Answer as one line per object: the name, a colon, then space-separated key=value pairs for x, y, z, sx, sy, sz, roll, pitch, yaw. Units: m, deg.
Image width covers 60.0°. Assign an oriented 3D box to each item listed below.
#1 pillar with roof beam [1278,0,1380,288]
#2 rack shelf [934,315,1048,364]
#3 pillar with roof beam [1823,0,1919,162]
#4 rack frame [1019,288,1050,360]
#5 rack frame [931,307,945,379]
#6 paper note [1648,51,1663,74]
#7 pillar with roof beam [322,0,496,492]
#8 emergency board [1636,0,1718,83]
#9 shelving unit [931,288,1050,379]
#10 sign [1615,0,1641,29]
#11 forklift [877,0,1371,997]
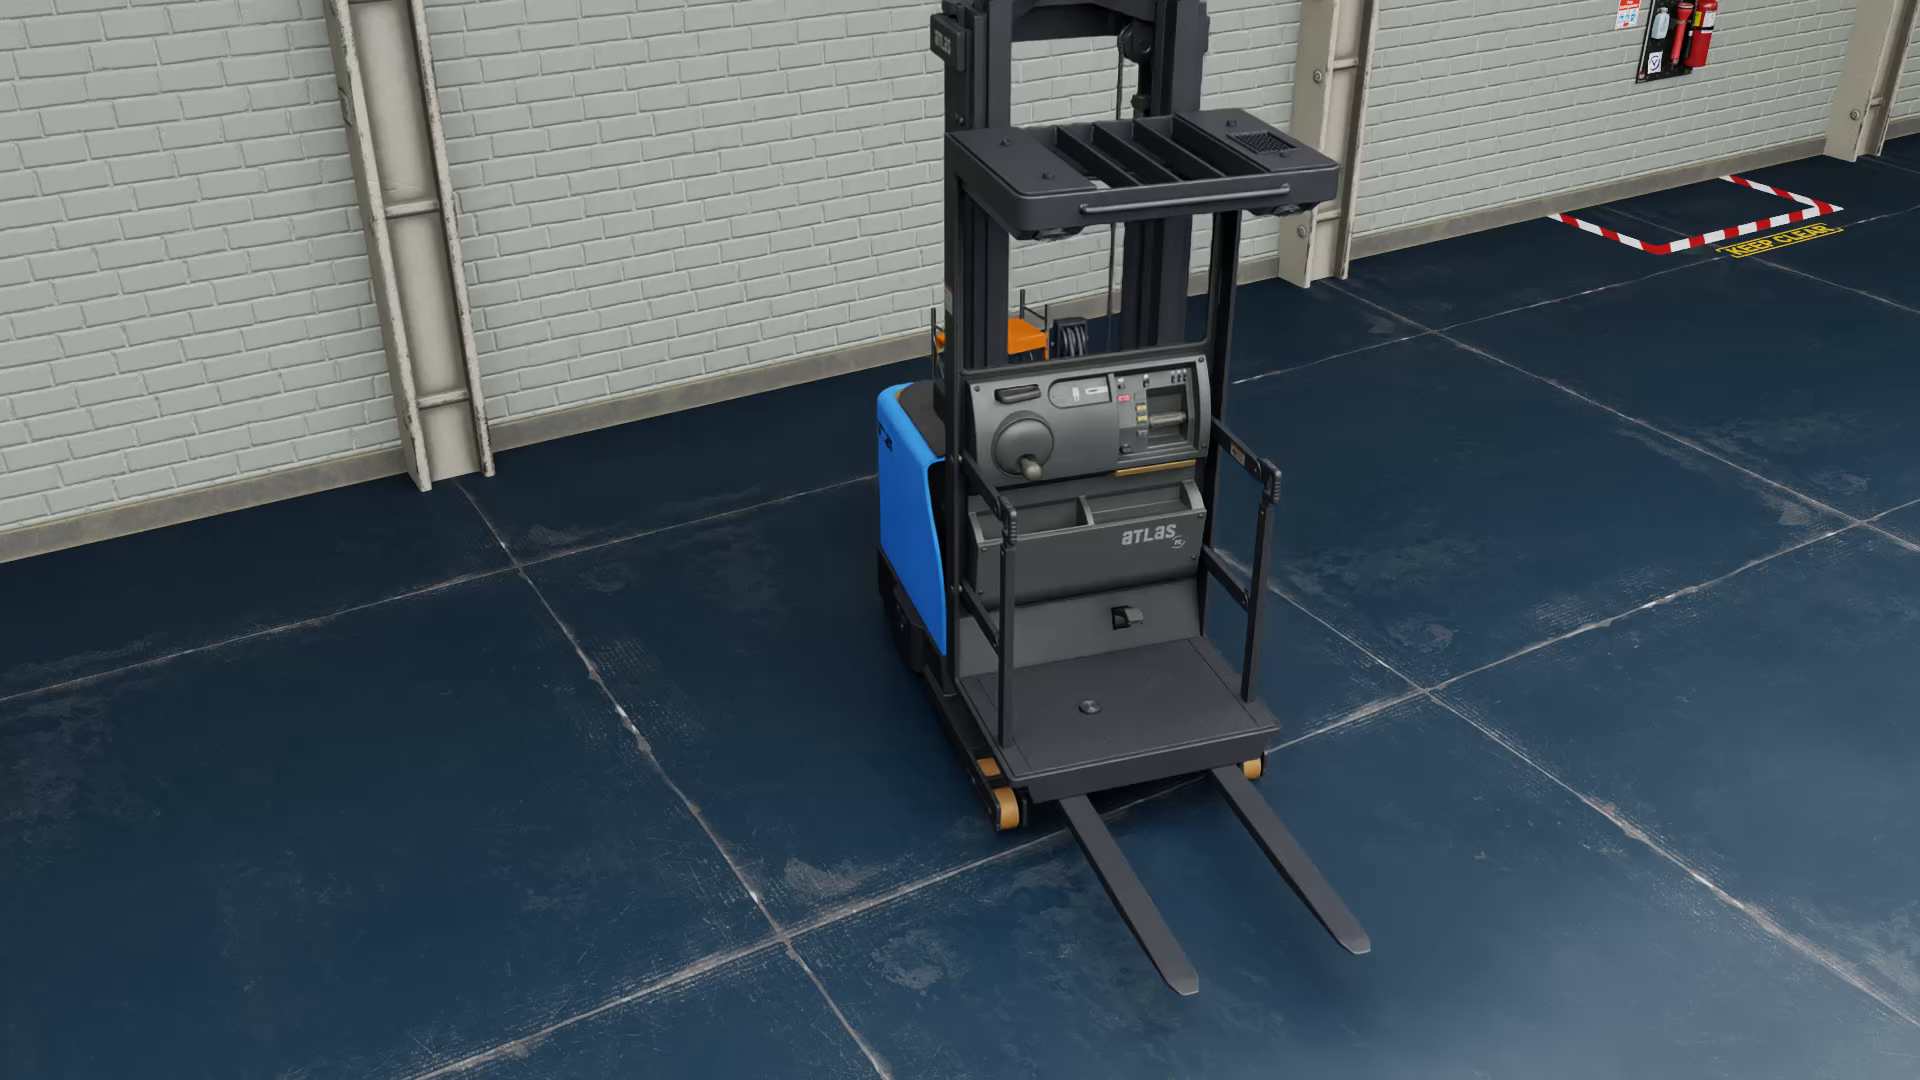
pillar with roof beam: x=4.626 y=-3.980 z=6.148 sx=0.400 sy=9.000 sz=9.100 roll=-16 pitch=33 yaw=-26
rack shelf: x=0.143 y=-0.910 z=7.844 sx=0.480 sy=0.148 sz=0.258 roll=-16 pitch=33 yaw=-26
pillar with roof beam: x=9.799 y=-5.449 z=8.809 sx=0.400 sy=9.000 sz=9.100 roll=-16 pitch=33 yaw=-26
rack frame: x=0.353 y=-0.626 z=8.142 sx=0.015 sy=1.200 sz=0.240 roll=-16 pitch=33 yaw=-26
rack frame: x=-0.068 y=-0.506 z=7.925 sx=0.015 sy=1.200 sz=0.240 roll=-16 pitch=33 yaw=-26
paper note: x=5.280 y=-3.626 z=12.628 sx=0.142 sy=0.148 sz=0.016 roll=-16 pitch=33 yaw=-26
pillar with roof beam: x=-0.547 y=-2.511 z=3.487 sx=0.400 sy=9.000 sz=9.100 roll=-16 pitch=33 yaw=-26
emergency board: x=5.468 y=-4.026 z=12.441 sx=0.643 sy=1.169 sz=0.194 roll=-16 pitch=33 yaw=-26
shelving unit: x=0.143 y=-0.566 z=8.034 sx=0.503 sy=1.200 sz=0.258 roll=-16 pitch=33 yaw=-26
sign: x=4.939 y=-3.950 z=12.265 sx=0.234 sy=0.329 sz=0.001 roll=-16 pitch=33 yaw=-26
forklift: x=0.555 y=-0.407 z=5.953 sx=1.130 sy=2.935 sz=3.031 roll=-9 pitch=30 yaw=-15
